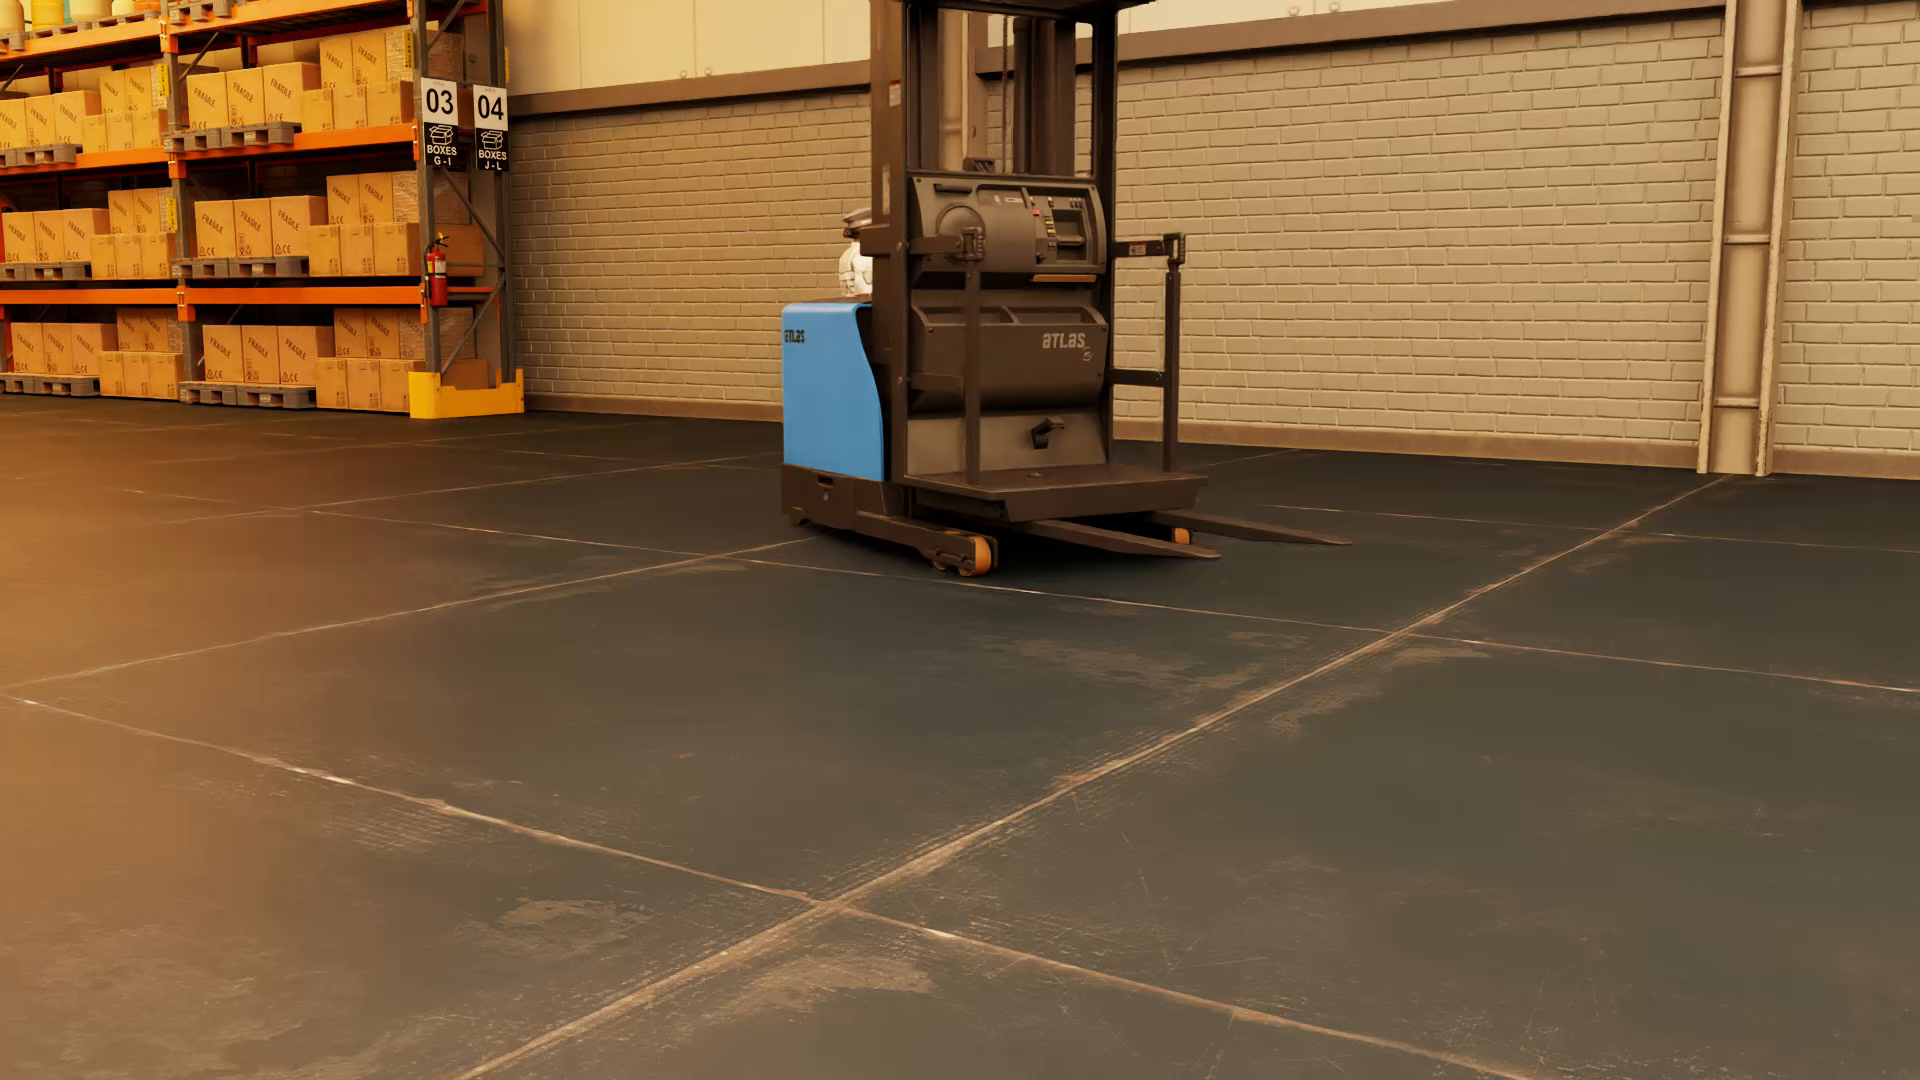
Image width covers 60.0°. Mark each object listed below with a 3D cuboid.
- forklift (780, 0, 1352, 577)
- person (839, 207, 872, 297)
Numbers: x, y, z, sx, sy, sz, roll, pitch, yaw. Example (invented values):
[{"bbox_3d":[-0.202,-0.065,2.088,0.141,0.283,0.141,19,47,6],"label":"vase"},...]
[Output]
[{"bbox_3d":[0.331,-1.378,6.885,1.130,2.935,3.031,-5,9,-31],"label":"forklift"},{"bbox_3d":[-0.589,-1.265,10.524,0.345,1.689,0.462,-3,9,-21],"label":"person"}]
